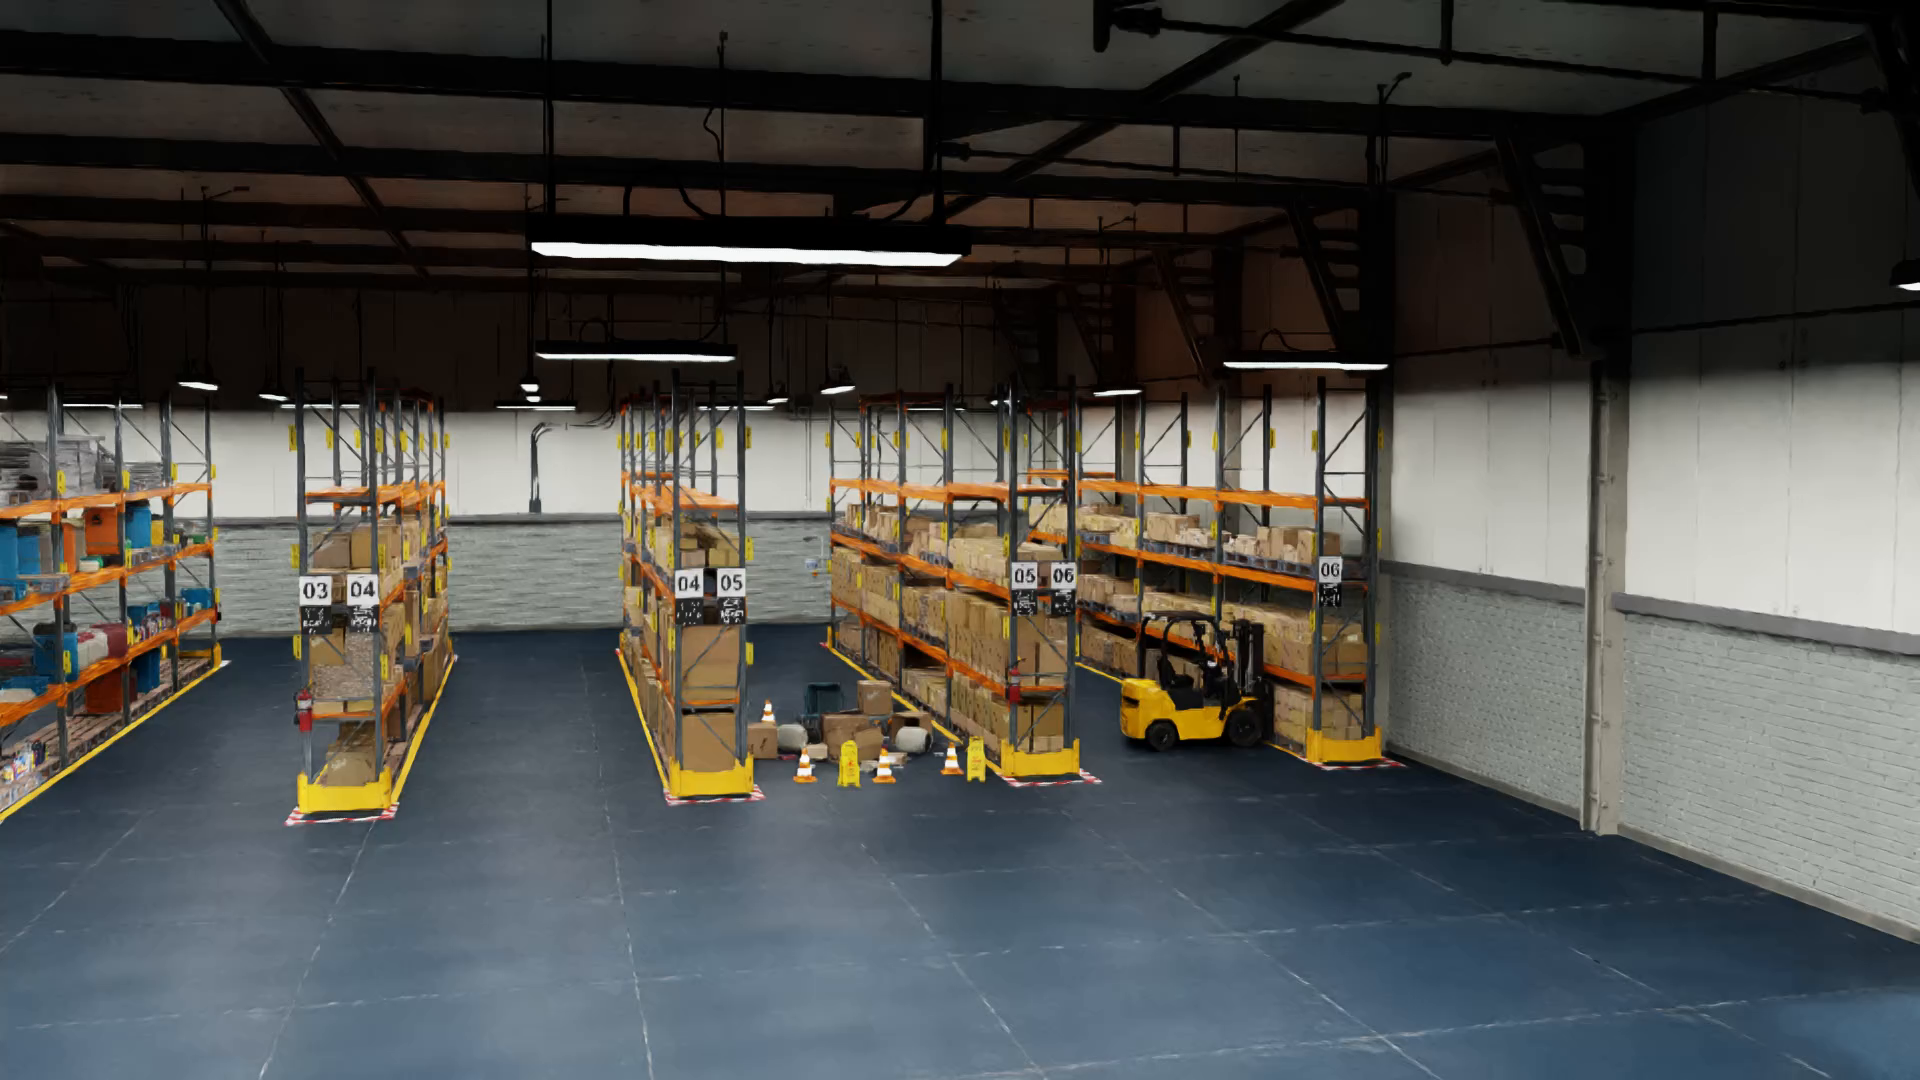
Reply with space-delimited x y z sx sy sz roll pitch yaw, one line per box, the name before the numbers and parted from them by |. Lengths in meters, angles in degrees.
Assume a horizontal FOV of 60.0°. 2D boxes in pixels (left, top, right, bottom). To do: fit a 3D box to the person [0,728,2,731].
person | -16.253 2.474 27.821 0.598 1.698 1.193 -1 3 -12
